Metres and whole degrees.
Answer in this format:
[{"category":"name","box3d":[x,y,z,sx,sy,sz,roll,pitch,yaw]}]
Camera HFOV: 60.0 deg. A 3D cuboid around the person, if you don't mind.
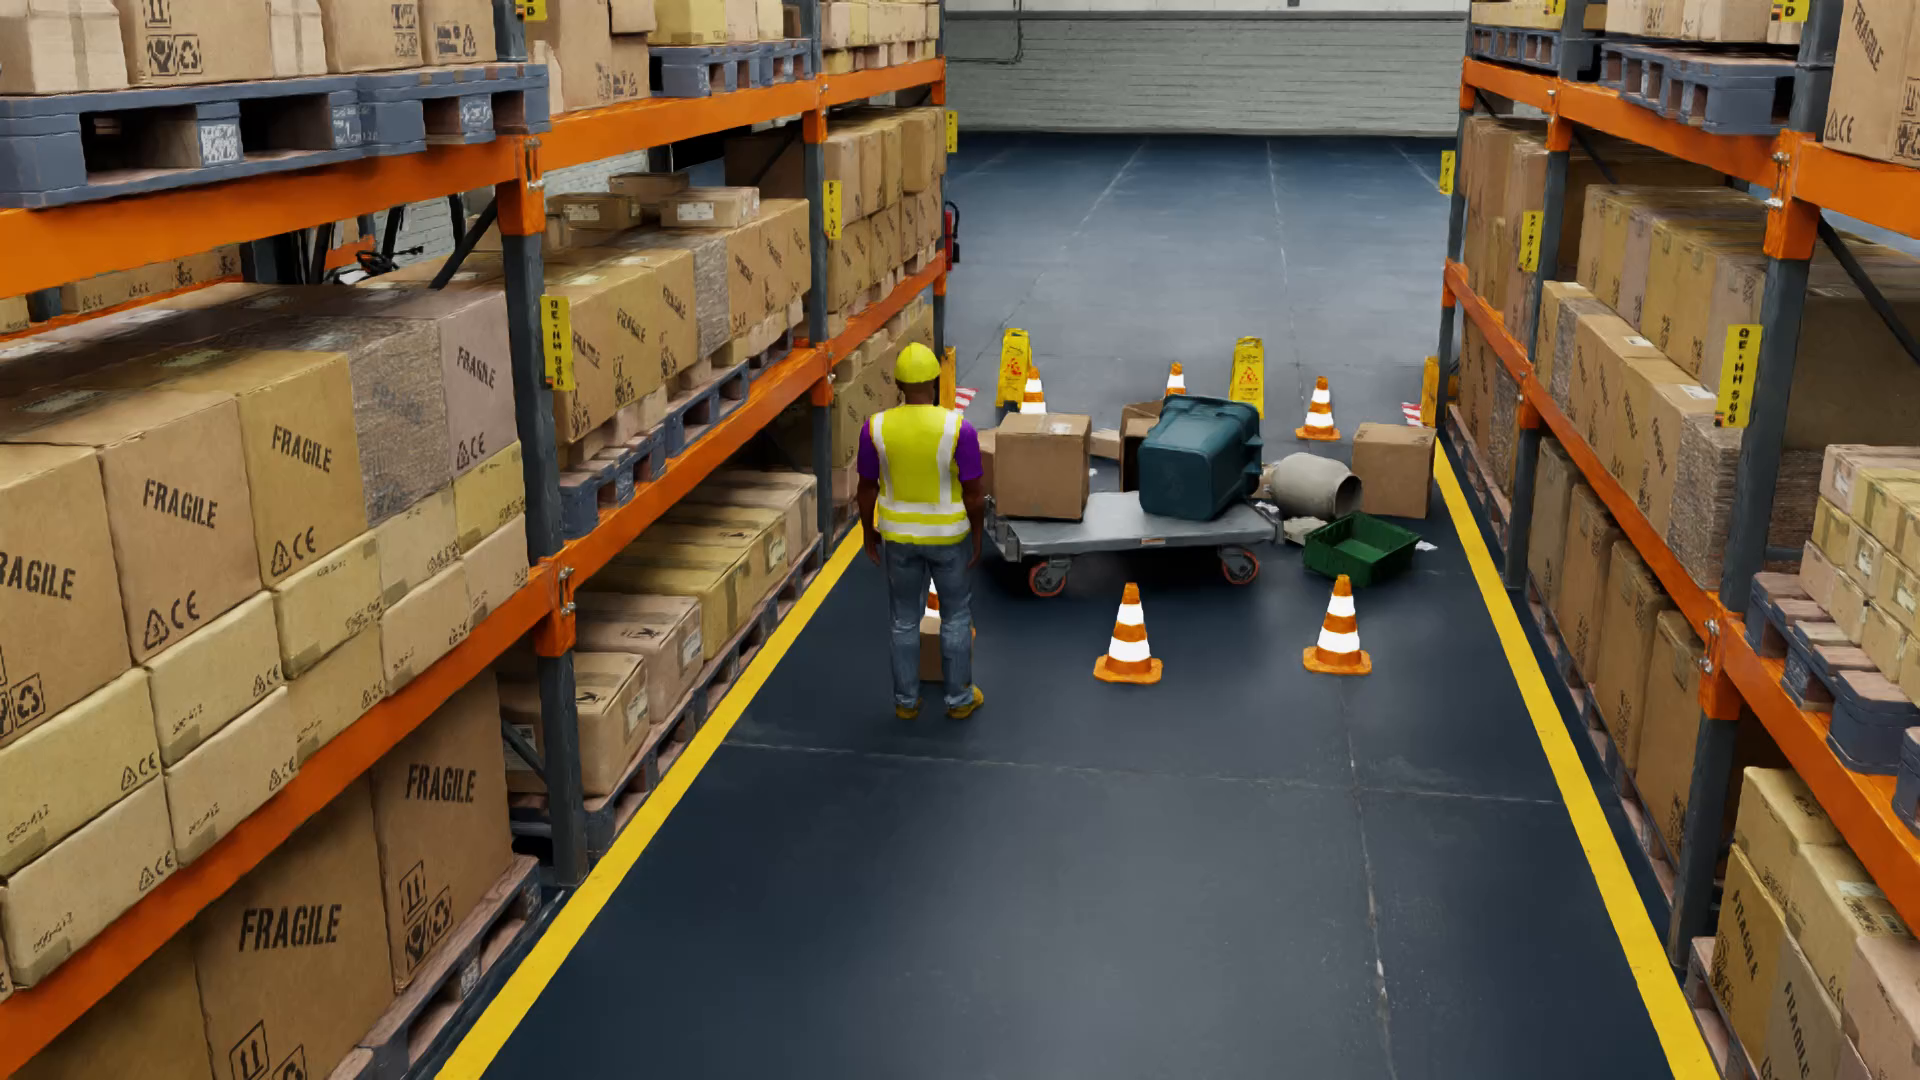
[{"category":"person","box3d":[-0.168,-0.038,7.626,0.586,1.768,0.426,3,18,10]}]
